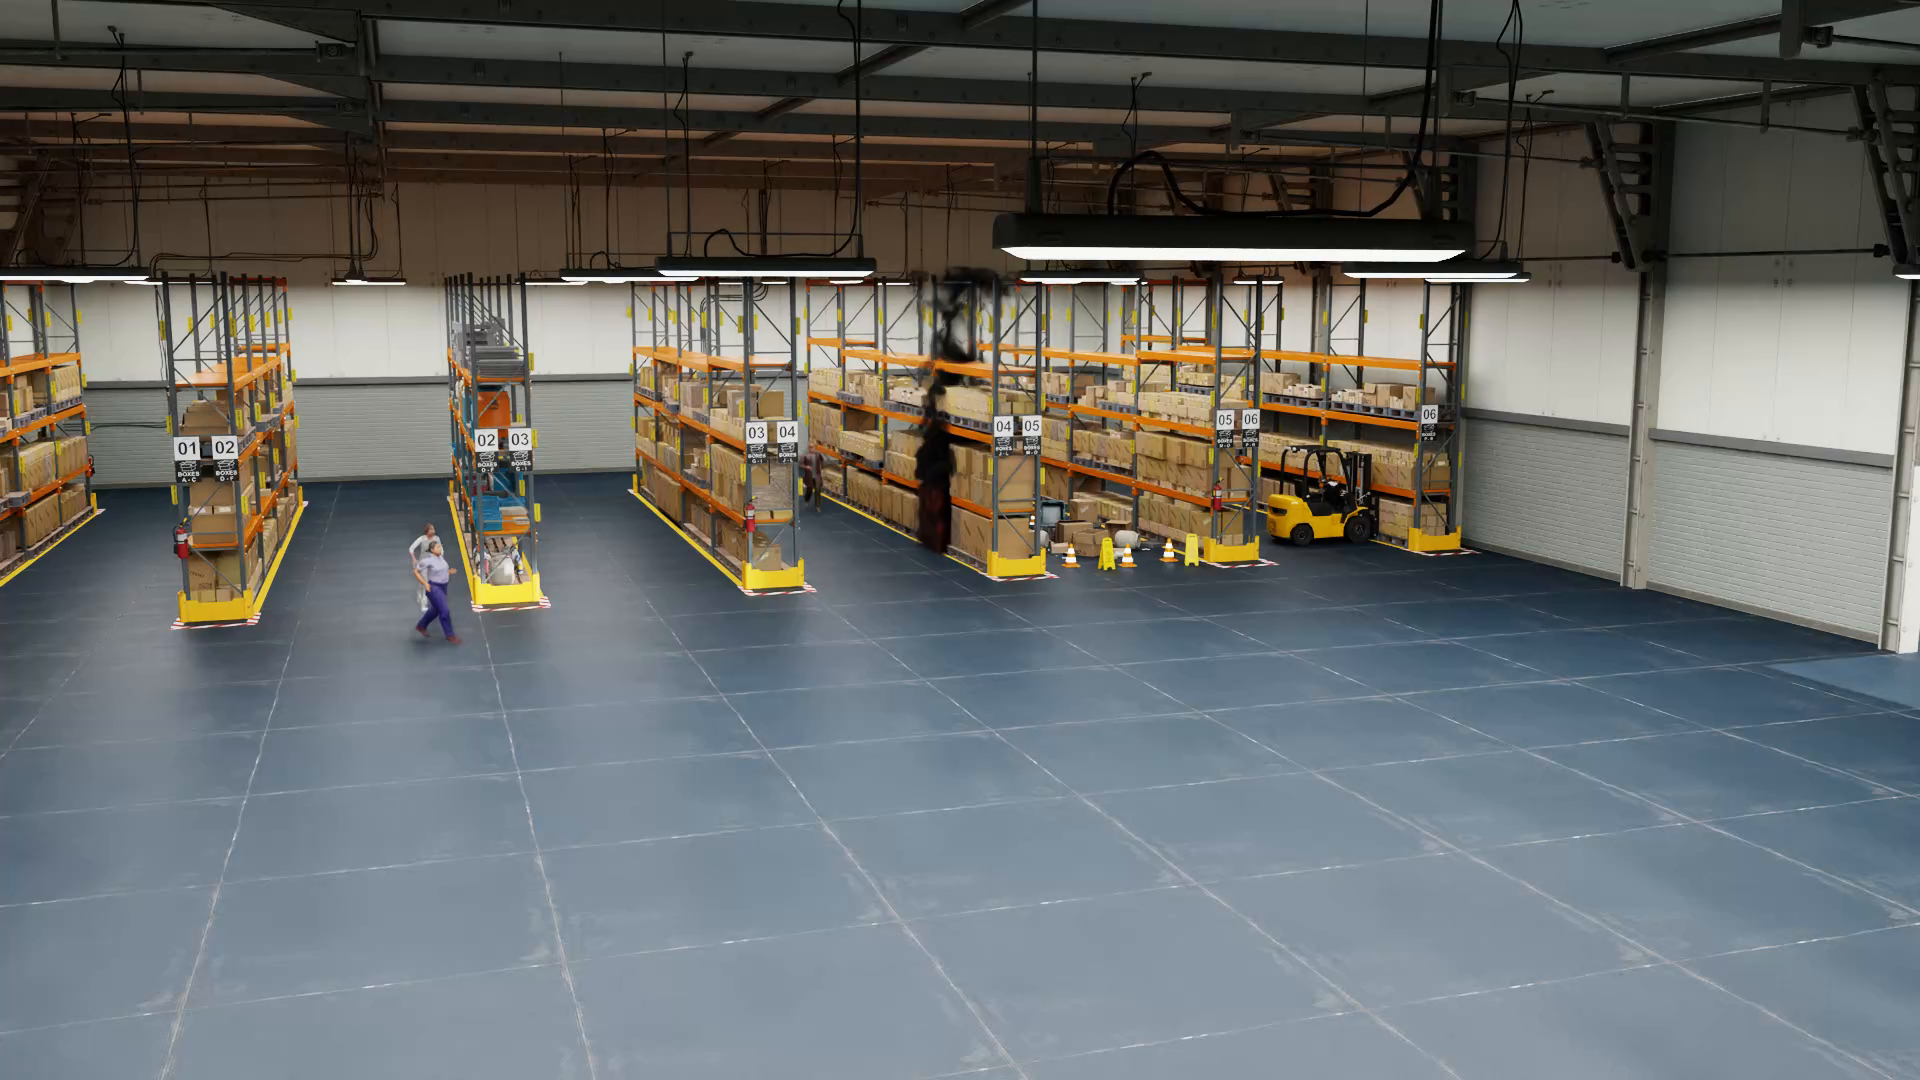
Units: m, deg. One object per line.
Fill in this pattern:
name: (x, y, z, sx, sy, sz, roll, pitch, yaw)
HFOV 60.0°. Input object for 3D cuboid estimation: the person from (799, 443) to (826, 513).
person: (-3.785, -1.617, 42.821, 0.724, 1.764, 1.109, -3, 9, -17)

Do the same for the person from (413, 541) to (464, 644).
person: (-8.487, 0.835, 27.001, 0.901, 1.658, 0.598, 2, 9, 10)

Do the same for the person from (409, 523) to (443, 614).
person: (-9.556, 0.479, 29.834, 0.583, 1.580, 0.757, -6, 10, -33)
